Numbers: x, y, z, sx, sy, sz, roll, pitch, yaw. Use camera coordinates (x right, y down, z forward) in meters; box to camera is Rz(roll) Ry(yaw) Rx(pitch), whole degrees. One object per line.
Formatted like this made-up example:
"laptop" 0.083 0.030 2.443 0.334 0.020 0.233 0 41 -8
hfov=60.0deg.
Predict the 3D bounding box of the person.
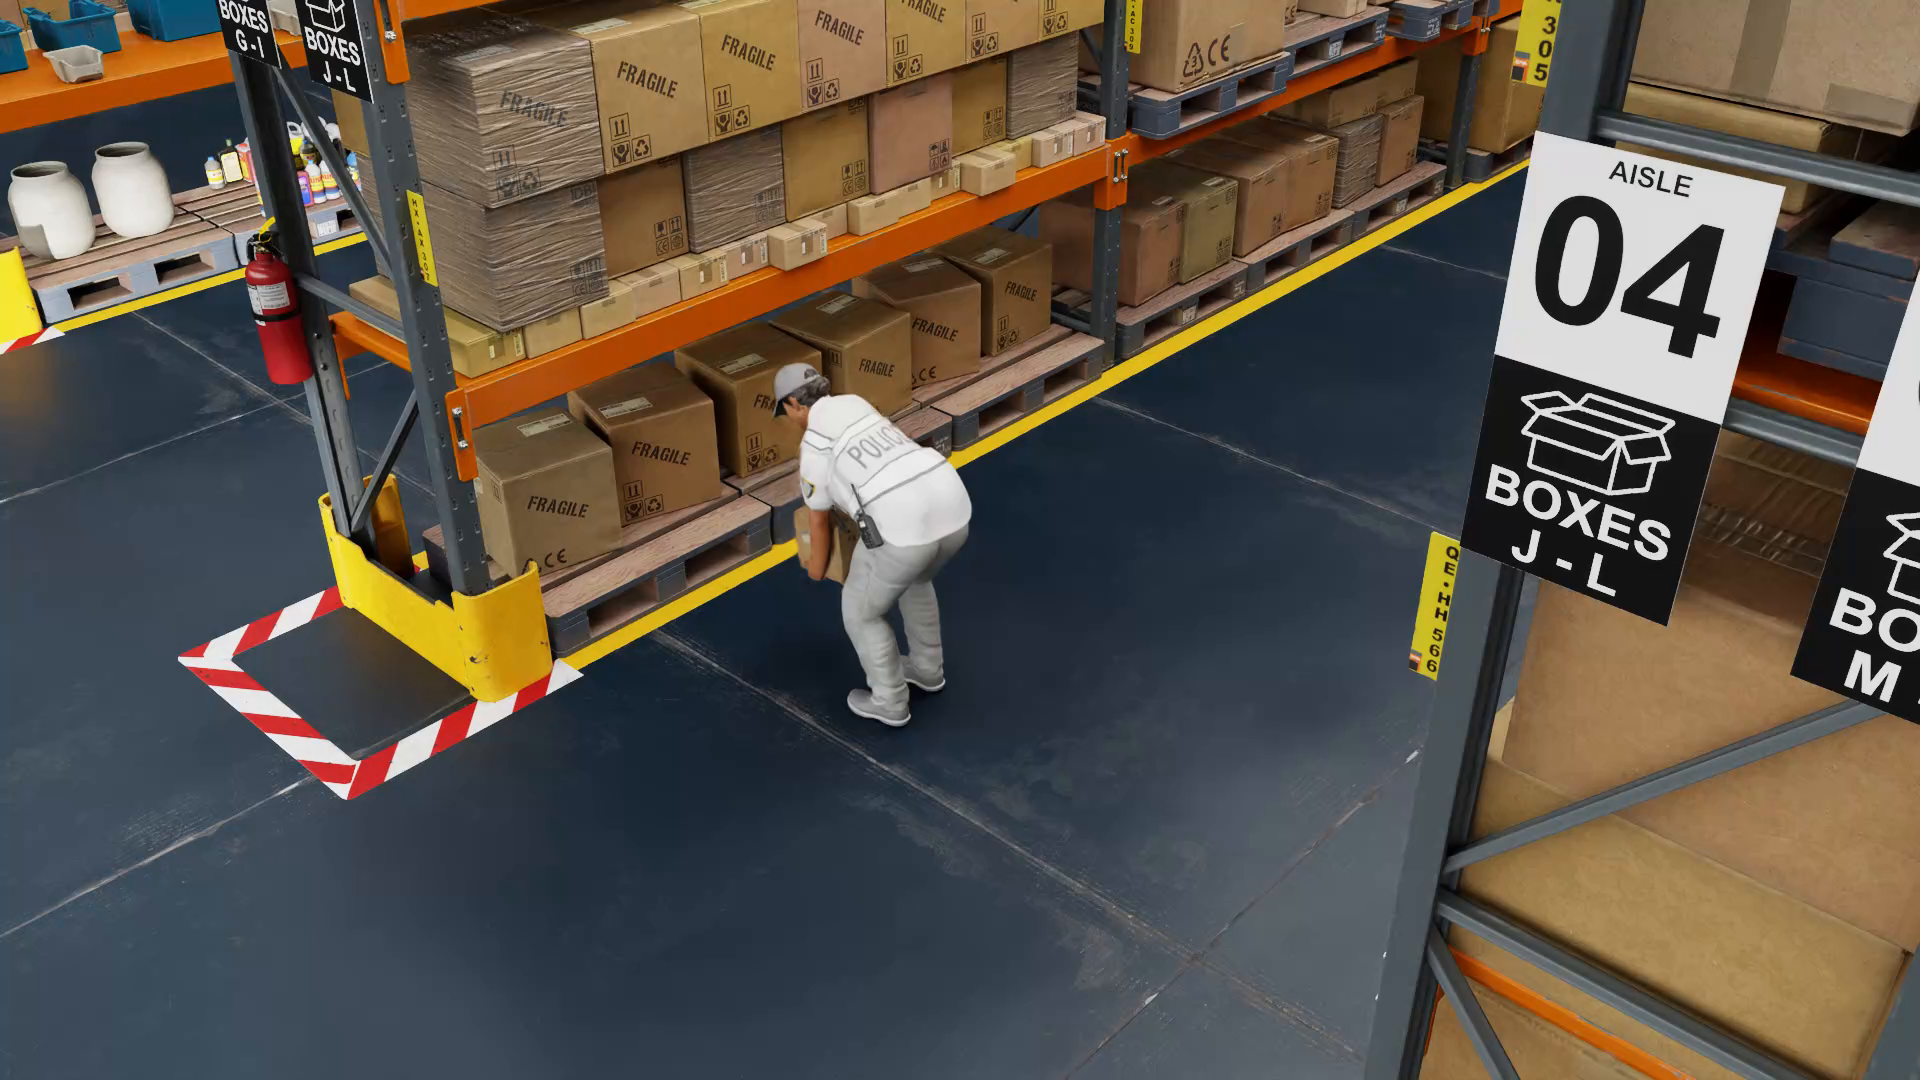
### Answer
"person" -0.375 0.008 6.454 0.853 1.322 0.453 24 39 34
